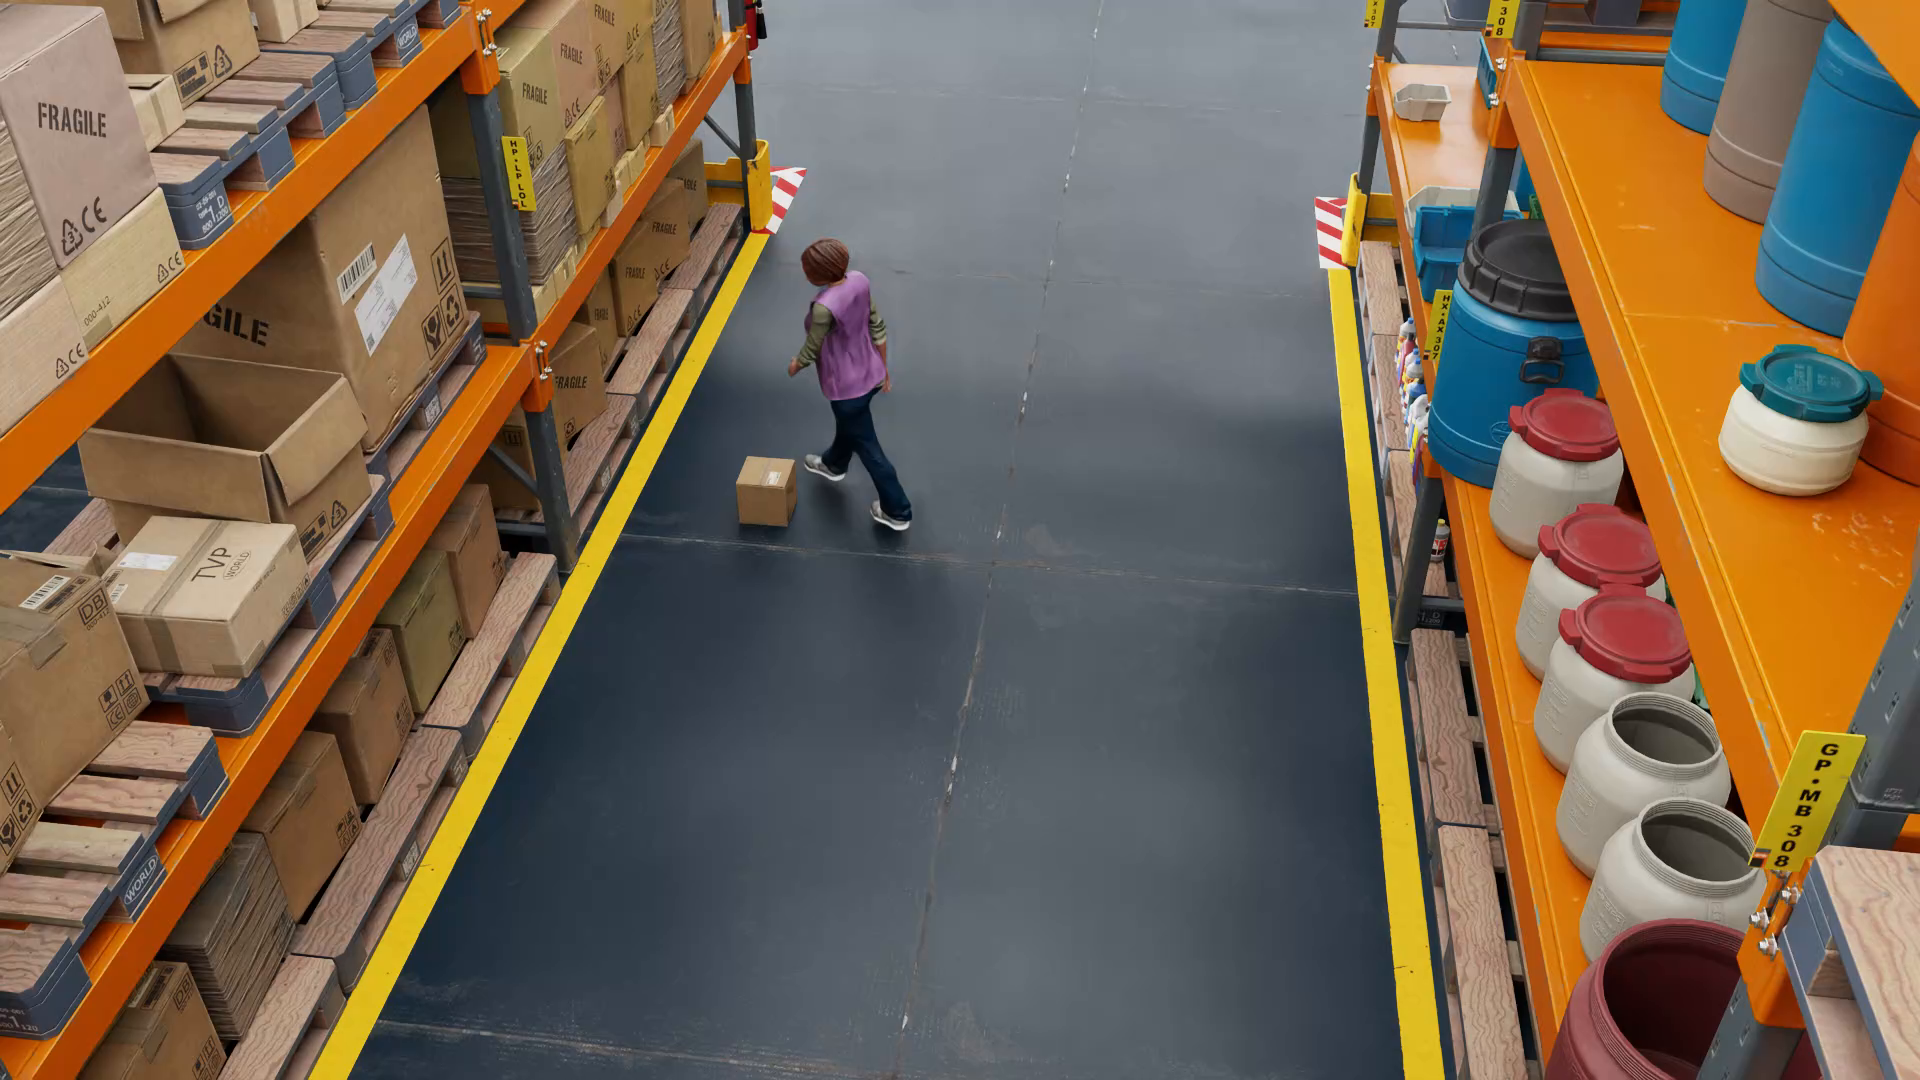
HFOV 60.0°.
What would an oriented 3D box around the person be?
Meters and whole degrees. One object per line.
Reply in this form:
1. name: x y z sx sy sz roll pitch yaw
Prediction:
1. person: -0.573 -0.793 8.120 0.801 1.542 0.473 18 40 23
